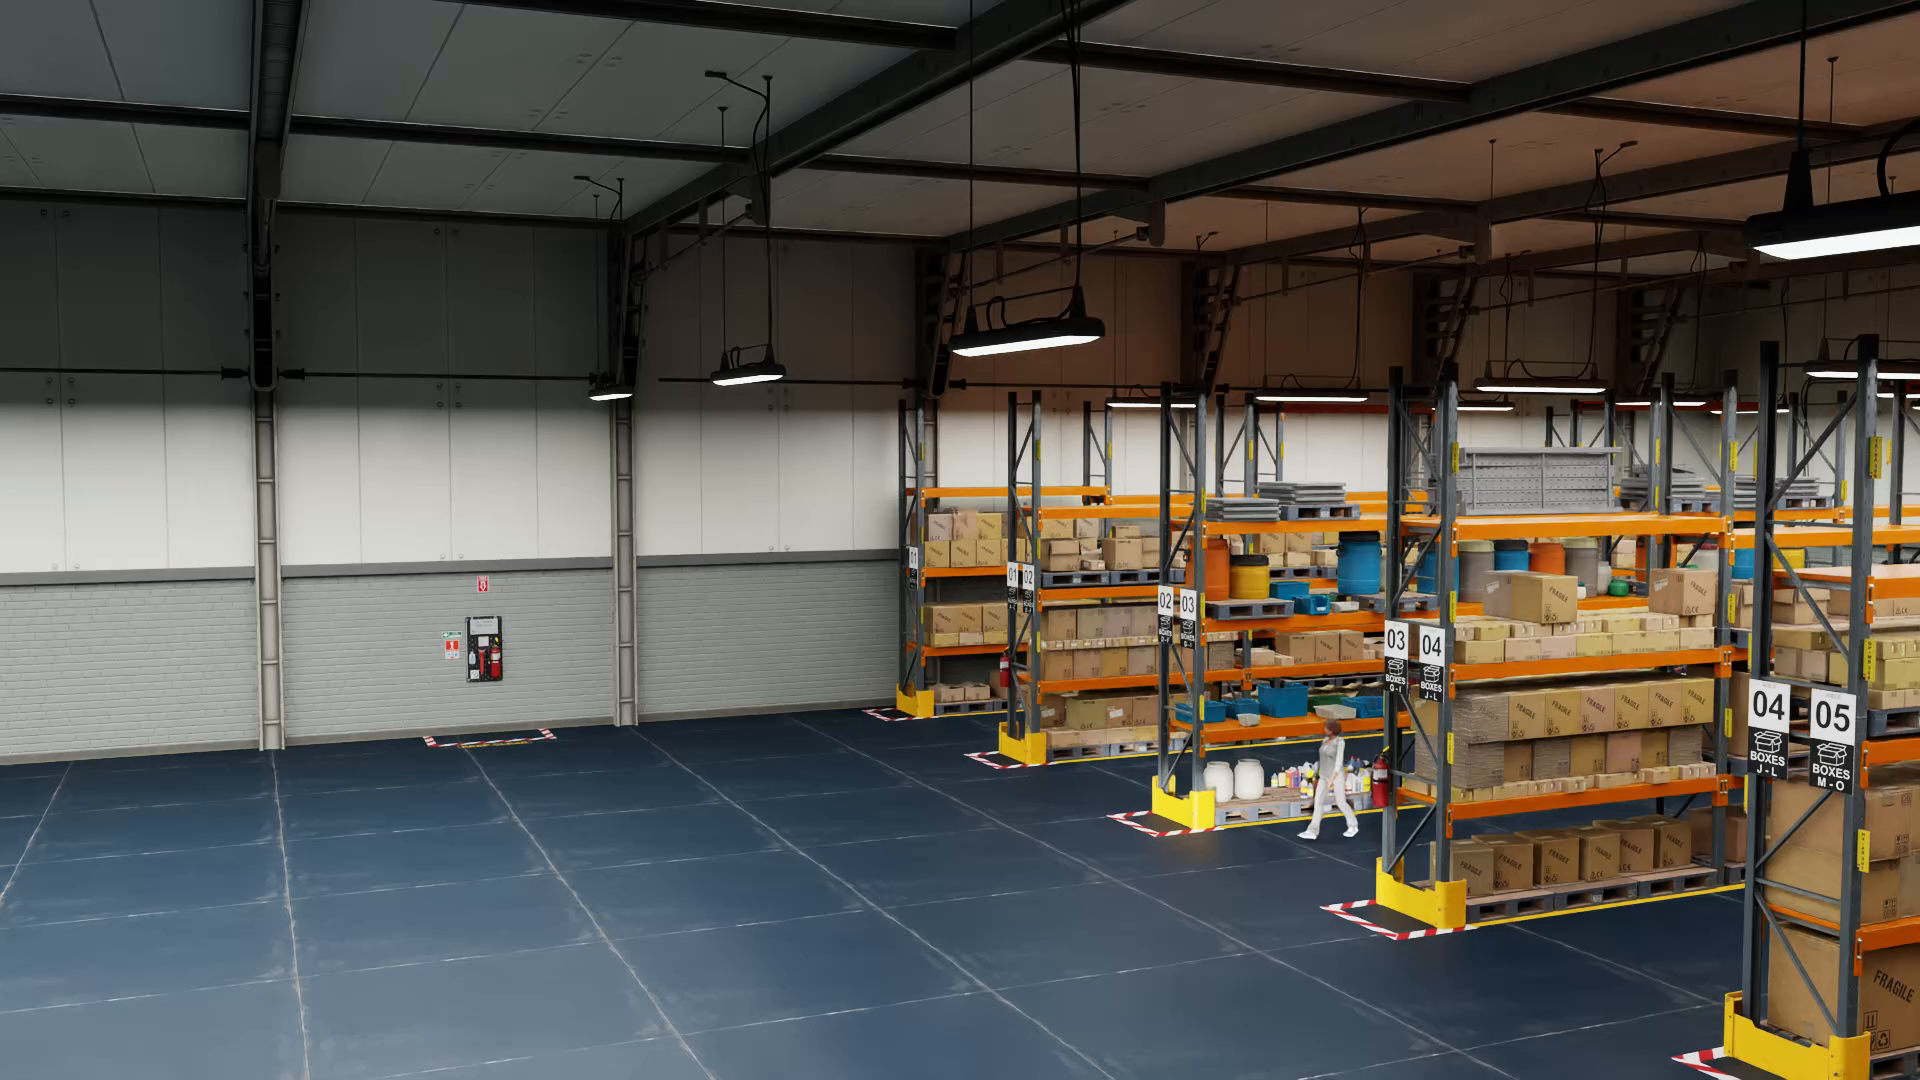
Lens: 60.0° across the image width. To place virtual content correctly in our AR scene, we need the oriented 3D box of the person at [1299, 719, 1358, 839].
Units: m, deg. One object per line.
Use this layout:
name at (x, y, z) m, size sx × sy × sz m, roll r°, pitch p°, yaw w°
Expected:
person at (4.807, 3.102, 21.604) m, size 0.893 × 1.553 × 0.448 m, roll -2°, pitch 4°, yaw -29°
